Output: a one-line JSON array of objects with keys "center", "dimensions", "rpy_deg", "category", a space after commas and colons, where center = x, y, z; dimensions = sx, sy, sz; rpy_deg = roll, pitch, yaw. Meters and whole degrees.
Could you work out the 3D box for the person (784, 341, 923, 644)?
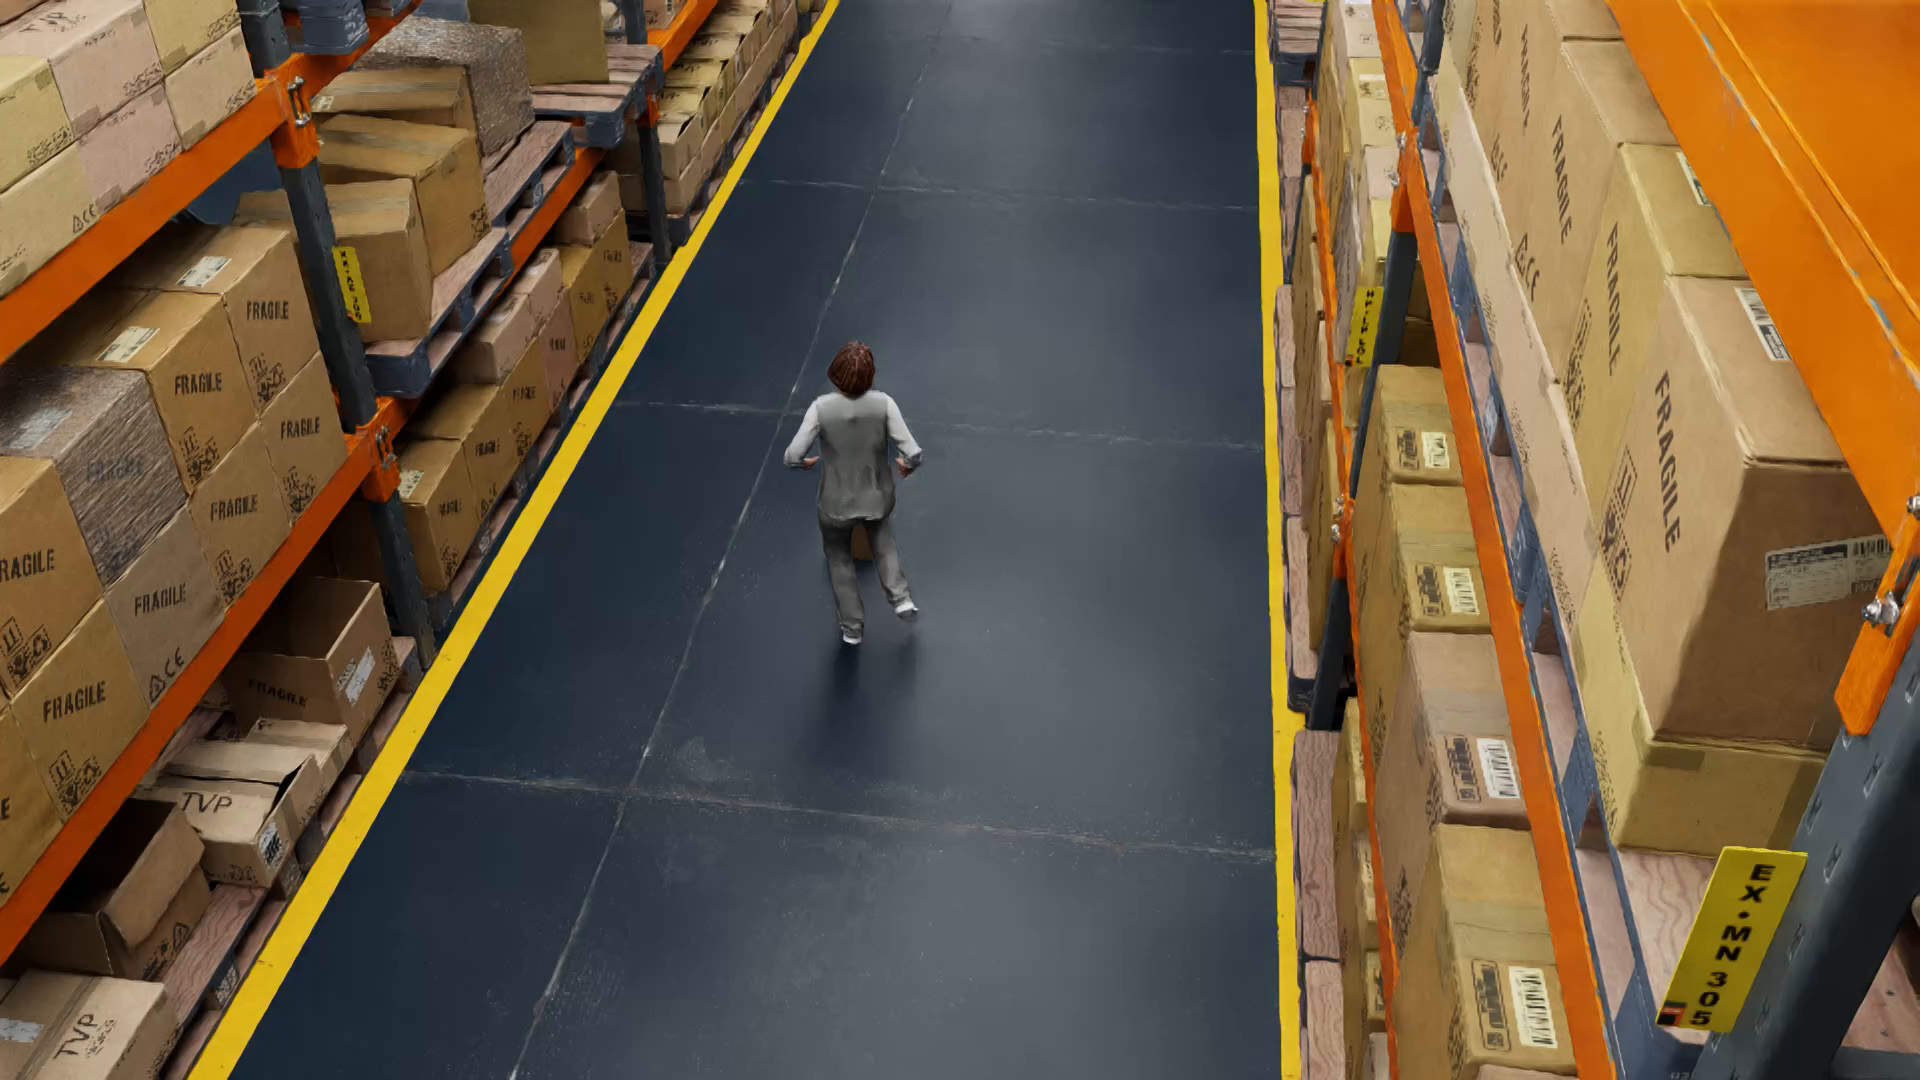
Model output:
[{"center": [-0.486, -0.211, 7.358], "dimensions": [0.585, 1.567, 0.439], "rpy_deg": [-9, 38, -12], "category": "person"}]
